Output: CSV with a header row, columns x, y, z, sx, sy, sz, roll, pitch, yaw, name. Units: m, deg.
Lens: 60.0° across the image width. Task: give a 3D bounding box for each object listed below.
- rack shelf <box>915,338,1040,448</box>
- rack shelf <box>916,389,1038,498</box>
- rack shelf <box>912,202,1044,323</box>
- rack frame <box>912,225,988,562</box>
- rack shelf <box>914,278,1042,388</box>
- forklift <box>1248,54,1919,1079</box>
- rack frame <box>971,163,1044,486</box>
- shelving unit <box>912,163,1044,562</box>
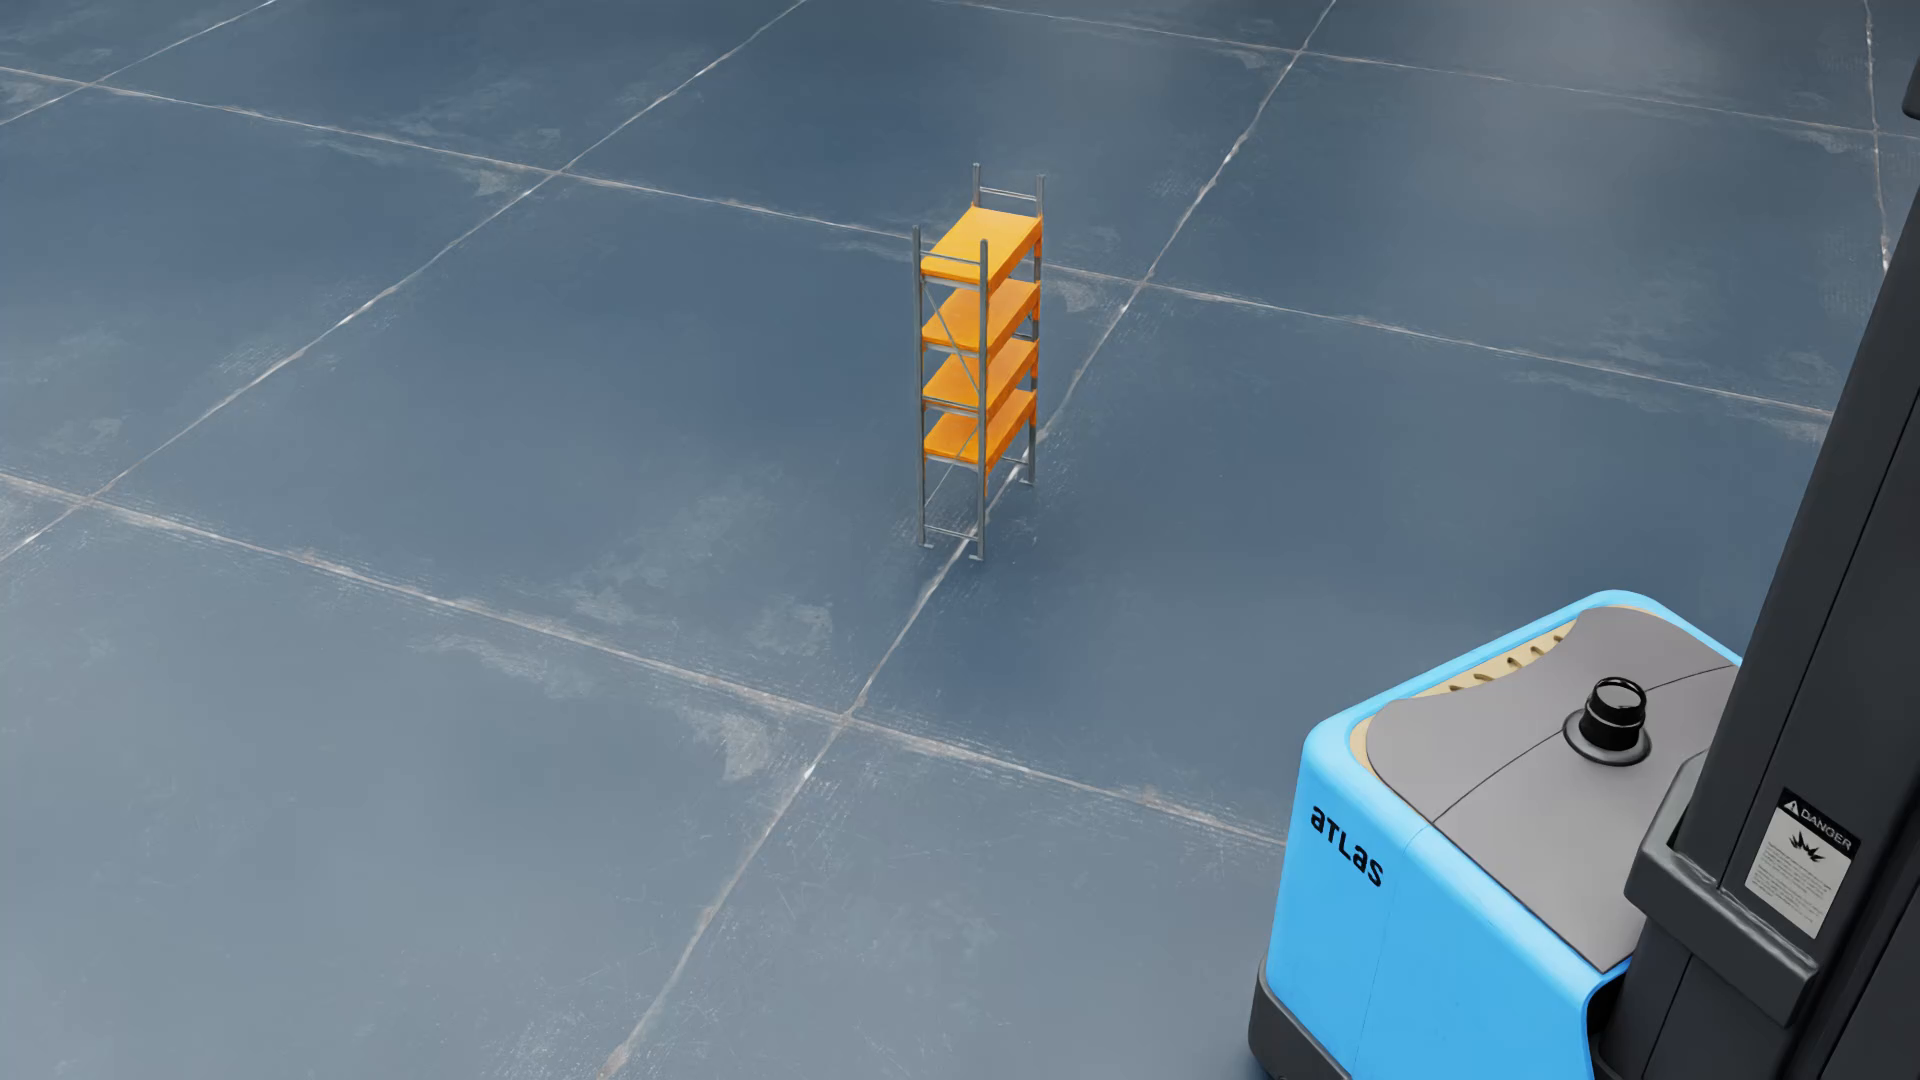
x,y,z,sx,sy,sz,roll,pitch,yaw,name
0.063,-0.518,5.554,0.258,0.148,0.480,14,39,18,rack shelf
0.063,-0.359,5.673,0.258,0.148,0.480,14,39,18,rack shelf
0.063,-0.887,5.278,0.258,0.148,0.480,14,39,18,rack shelf
-0.030,-0.437,5.333,0.240,1.200,0.015,14,39,18,rack frame
0.063,-0.698,5.420,0.258,0.148,0.480,14,39,18,rack shelf
1.892,0.681,2.391,1.130,2.935,3.031,-20,41,-25,forklift
0.156,-0.707,5.694,0.240,1.200,0.015,14,39,18,rack frame
0.063,-0.572,5.513,0.258,1.200,0.503,14,39,18,shelving unit
